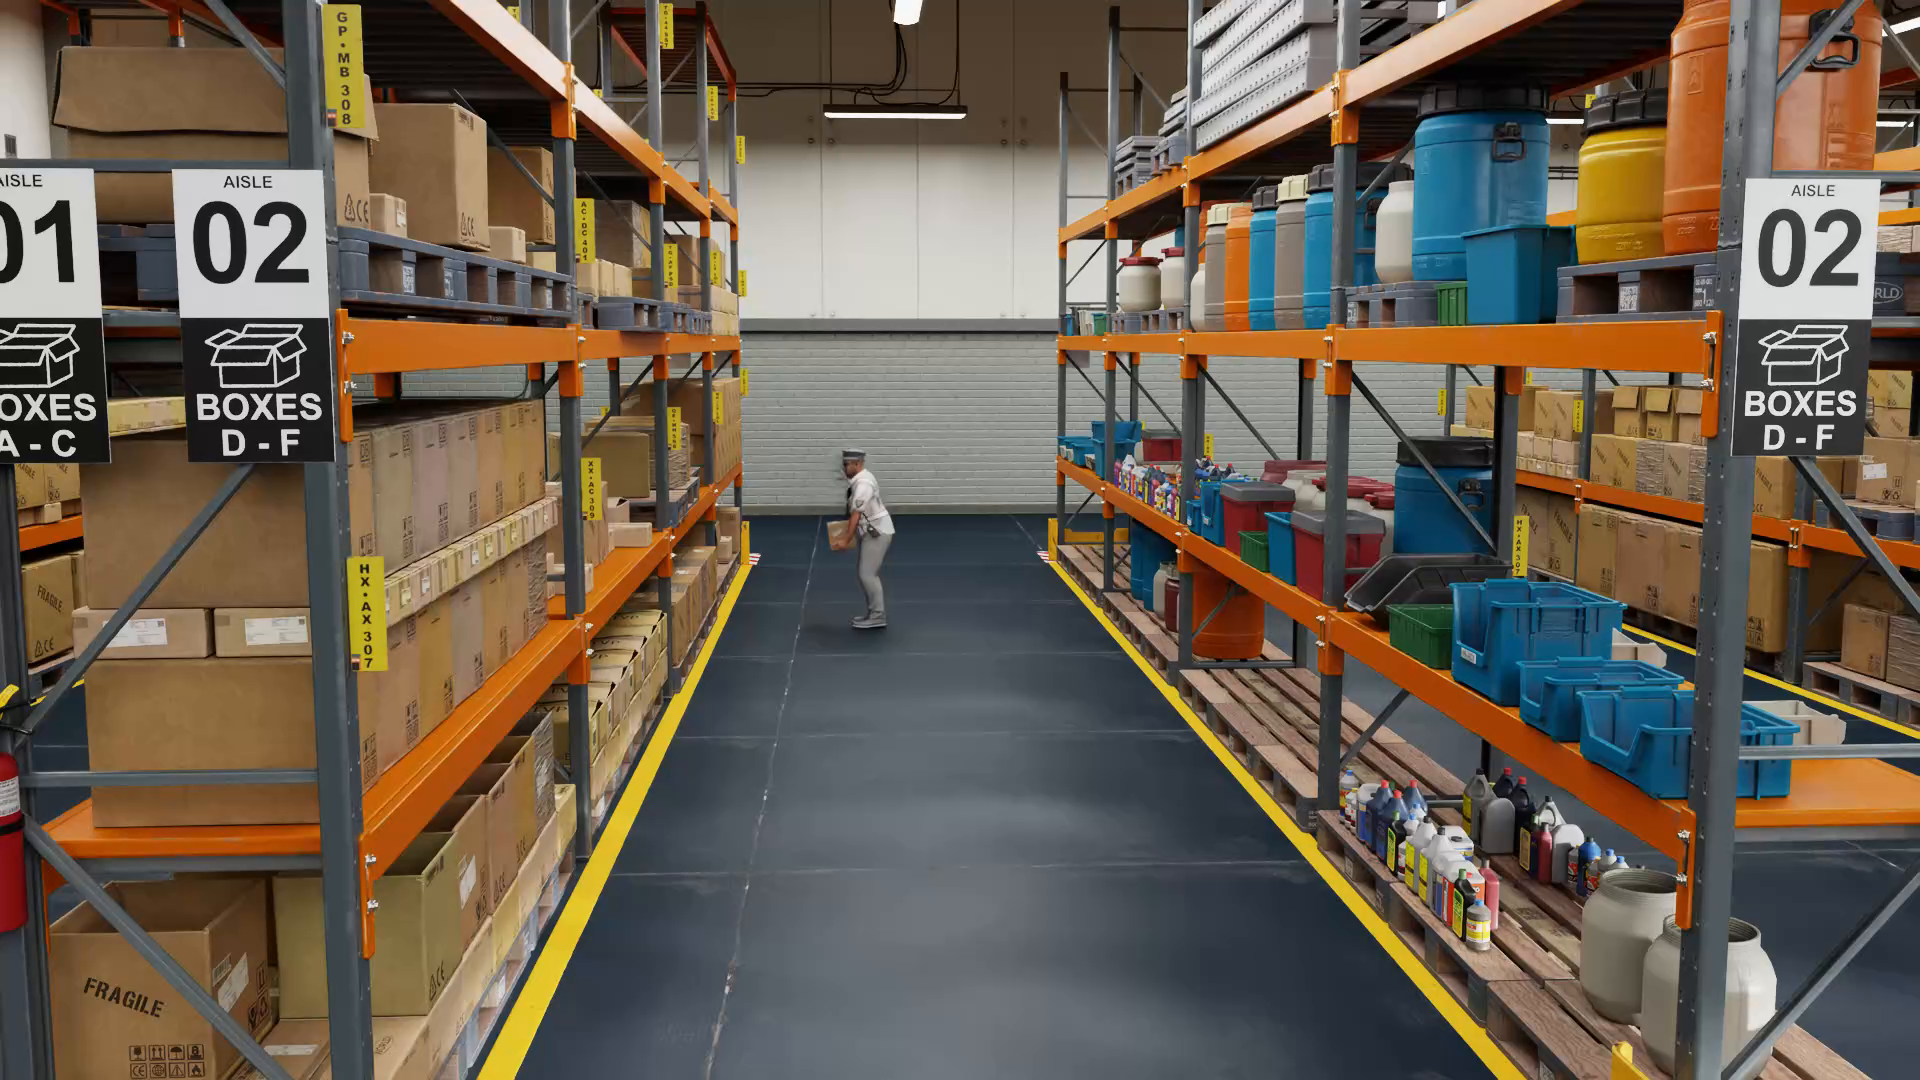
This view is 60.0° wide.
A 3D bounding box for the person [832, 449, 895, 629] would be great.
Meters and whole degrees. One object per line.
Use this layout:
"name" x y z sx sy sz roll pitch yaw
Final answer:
"person" -0.931 -0.018 16.025 0.604 1.723 0.478 -1 7 -5
